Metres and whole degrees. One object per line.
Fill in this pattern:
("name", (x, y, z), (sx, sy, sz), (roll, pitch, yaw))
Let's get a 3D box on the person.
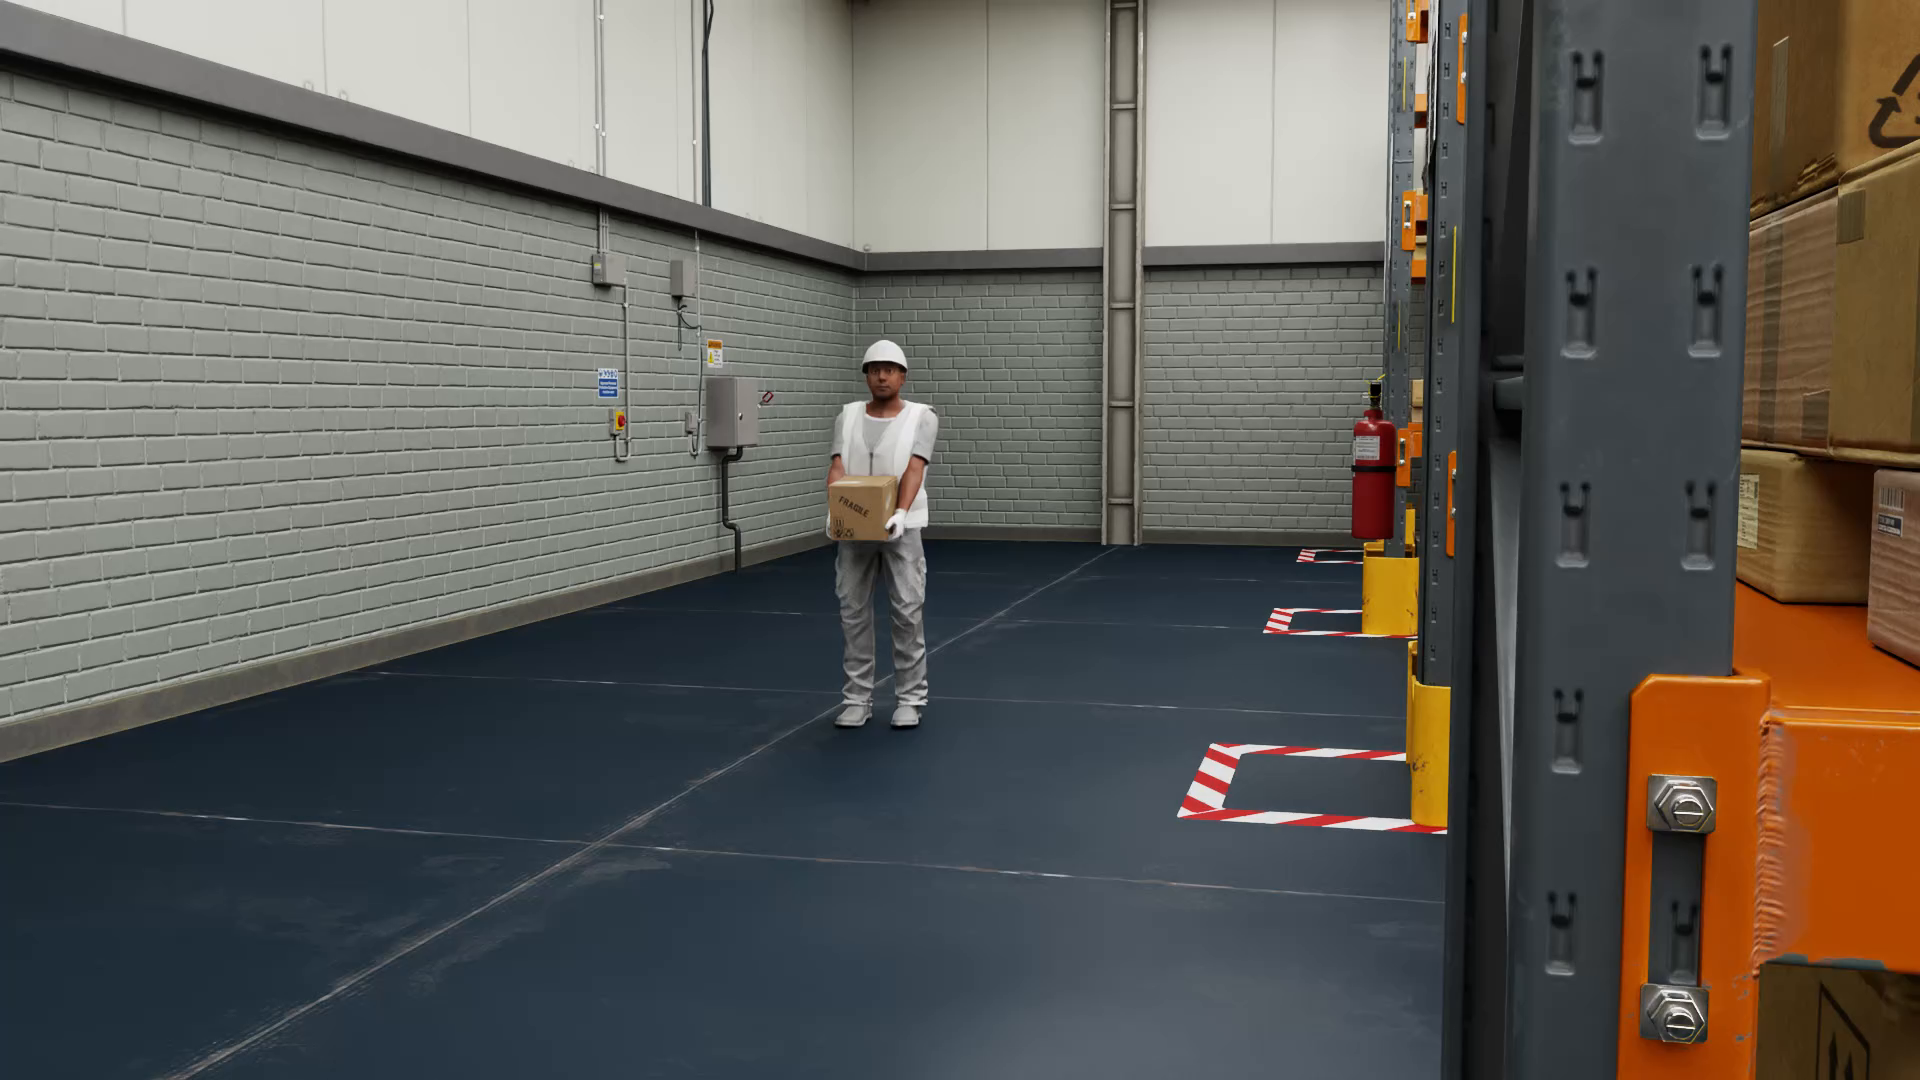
("person", (-0.375, -0.026, 7.655), (0.490, 1.782, 0.578), (1, 5, 13))
